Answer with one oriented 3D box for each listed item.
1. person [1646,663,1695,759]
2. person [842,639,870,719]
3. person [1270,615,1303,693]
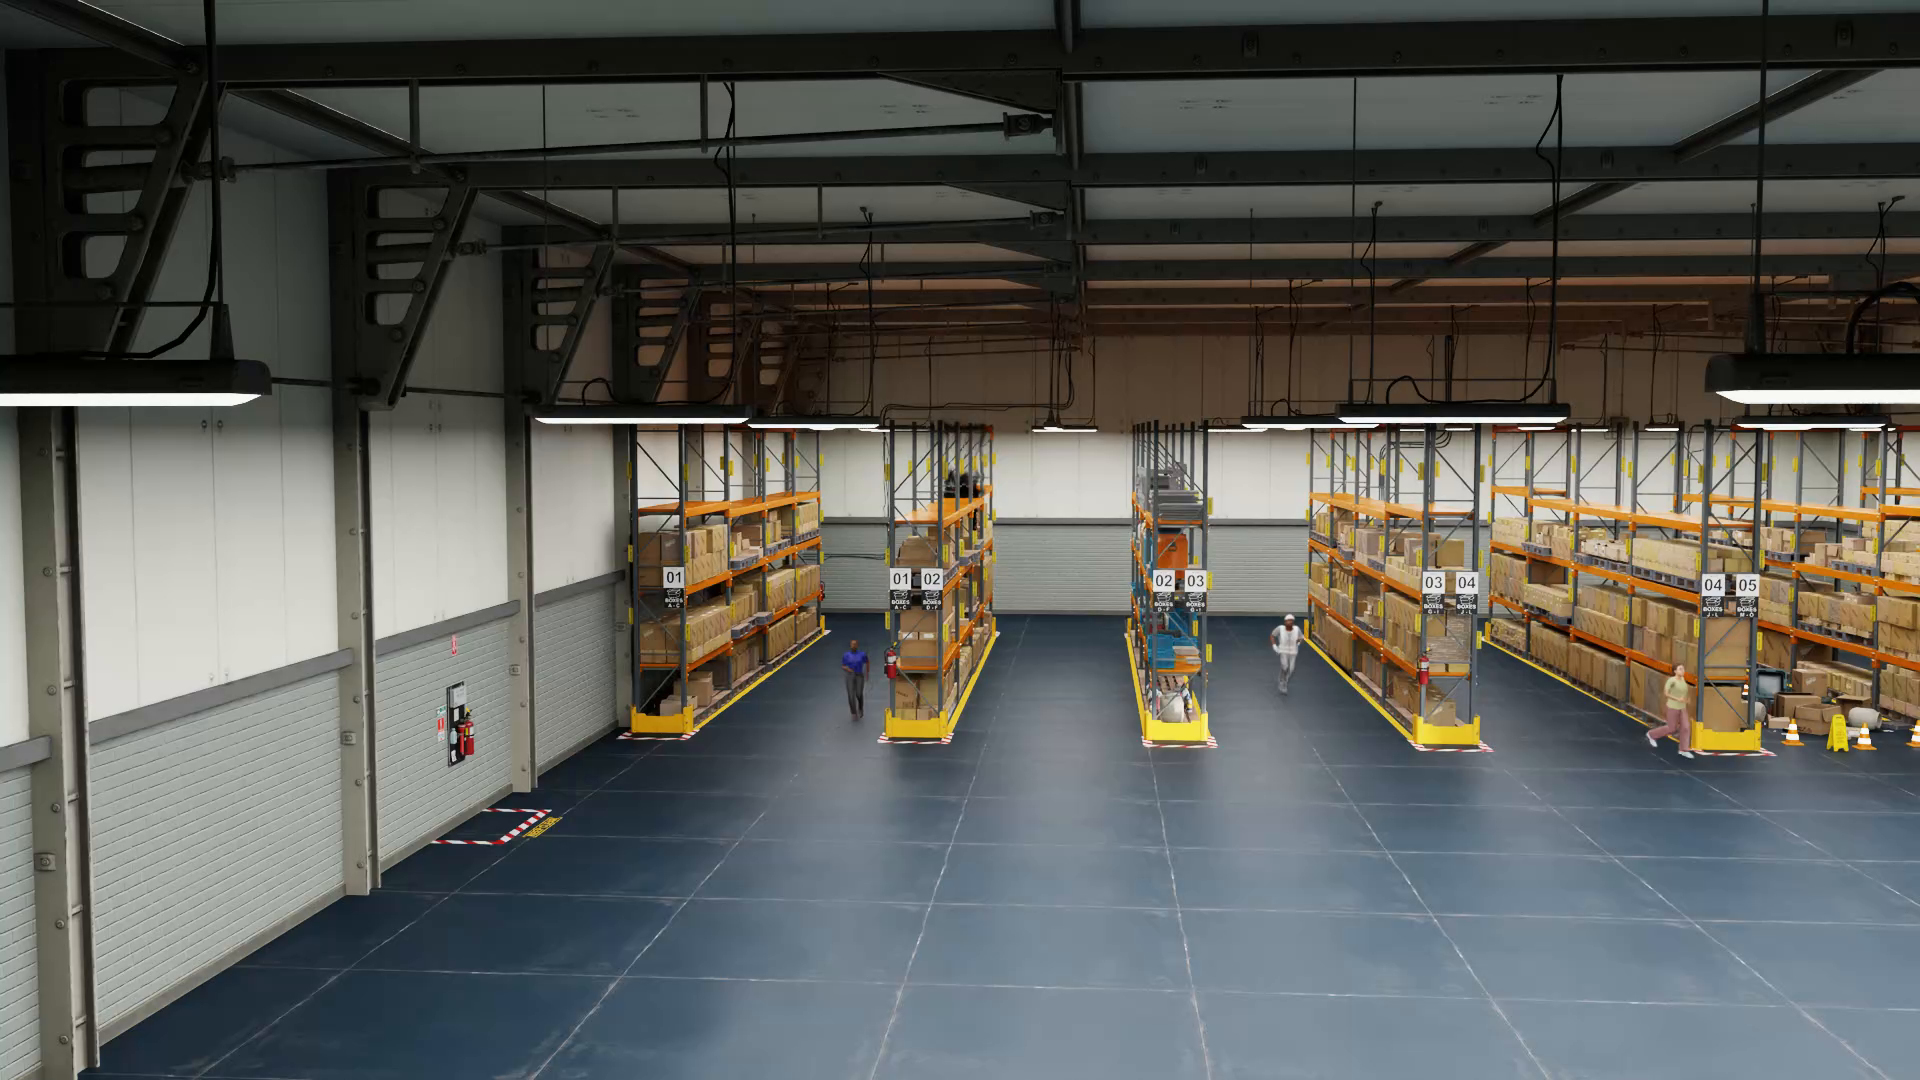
[{"bbox_3d":[12.775,3.019,29.753,0.587,1.669,0.895,-2,4,-30],"label":"person"},{"bbox_3d":[-2.090,2.793,33.278,0.552,1.620,0.628,0,4,0],"label":"person"},{"bbox_3d":[7.248,2.509,36.733,0.673,1.731,0.692,0,4,-6],"label":"person"}]
